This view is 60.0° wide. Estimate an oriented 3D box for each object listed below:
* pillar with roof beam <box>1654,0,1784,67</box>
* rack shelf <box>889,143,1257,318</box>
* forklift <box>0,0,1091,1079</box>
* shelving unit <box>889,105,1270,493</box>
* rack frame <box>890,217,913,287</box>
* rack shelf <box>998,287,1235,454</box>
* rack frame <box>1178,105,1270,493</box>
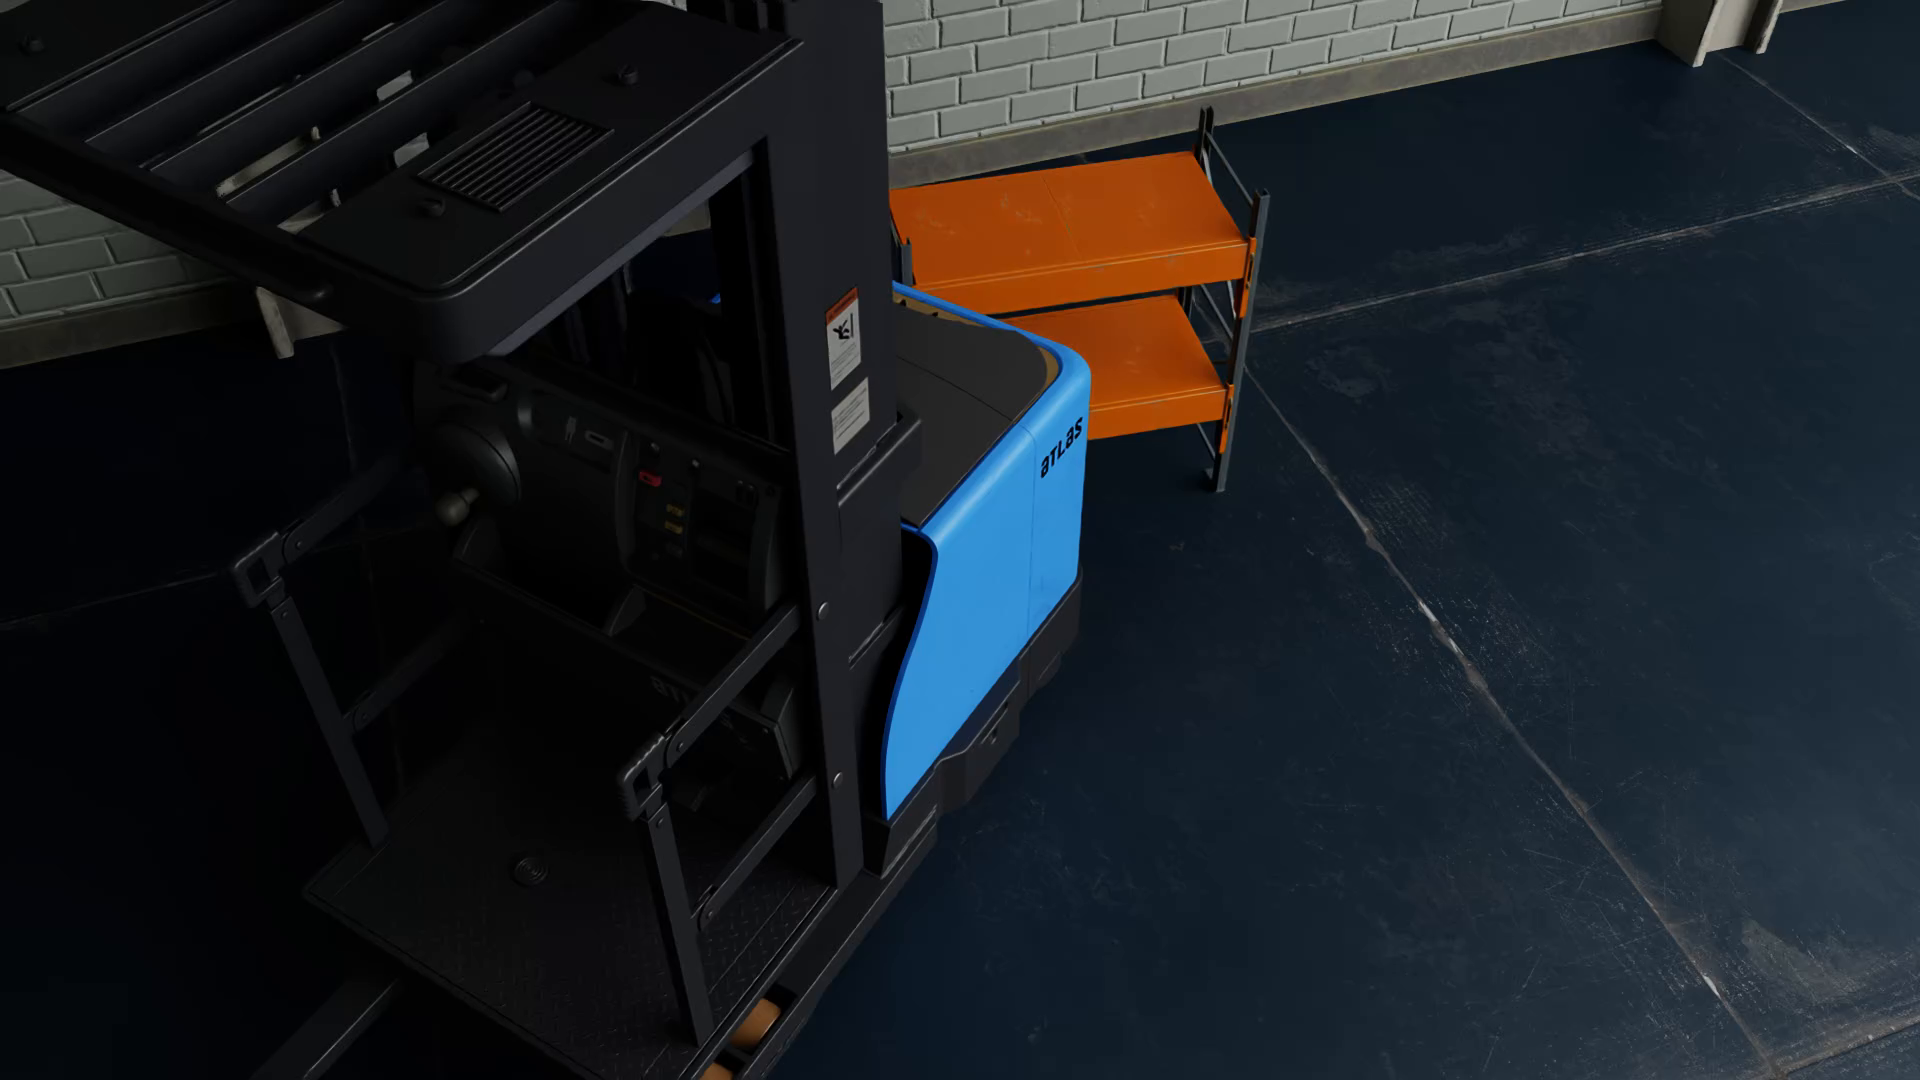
[{"bbox_3d":[4.822,-2.542,1.430,0.400,9.000,9.100,-14,47,-14],"label":"pillar with roof beam"},{"bbox_3d":[0.294,-0.849,4.889,1.000,0.278,0.538,-9,46,-9],"label":"rack shelf"},{"bbox_3d":[-0.853,-0.037,3.217,1.130,2.935,3.031,24,50,22],"label":"forklift"},{"bbox_3d":[0.294,-0.643,5.096,1.048,1.125,0.538,-9,46,-9],"label":"shelving unit"},{"bbox_3d":[-0.201,-0.560,5.014,0.032,1.125,0.500,-9,46,-9],"label":"rack frame"},{"bbox_3d":[0.294,-0.470,5.270,1.000,0.278,0.538,-9,46,-9],"label":"rack shelf"},{"bbox_3d":[0.789,-0.725,5.179,0.032,1.125,0.500,-9,46,-9],"label":"rack frame"}]
